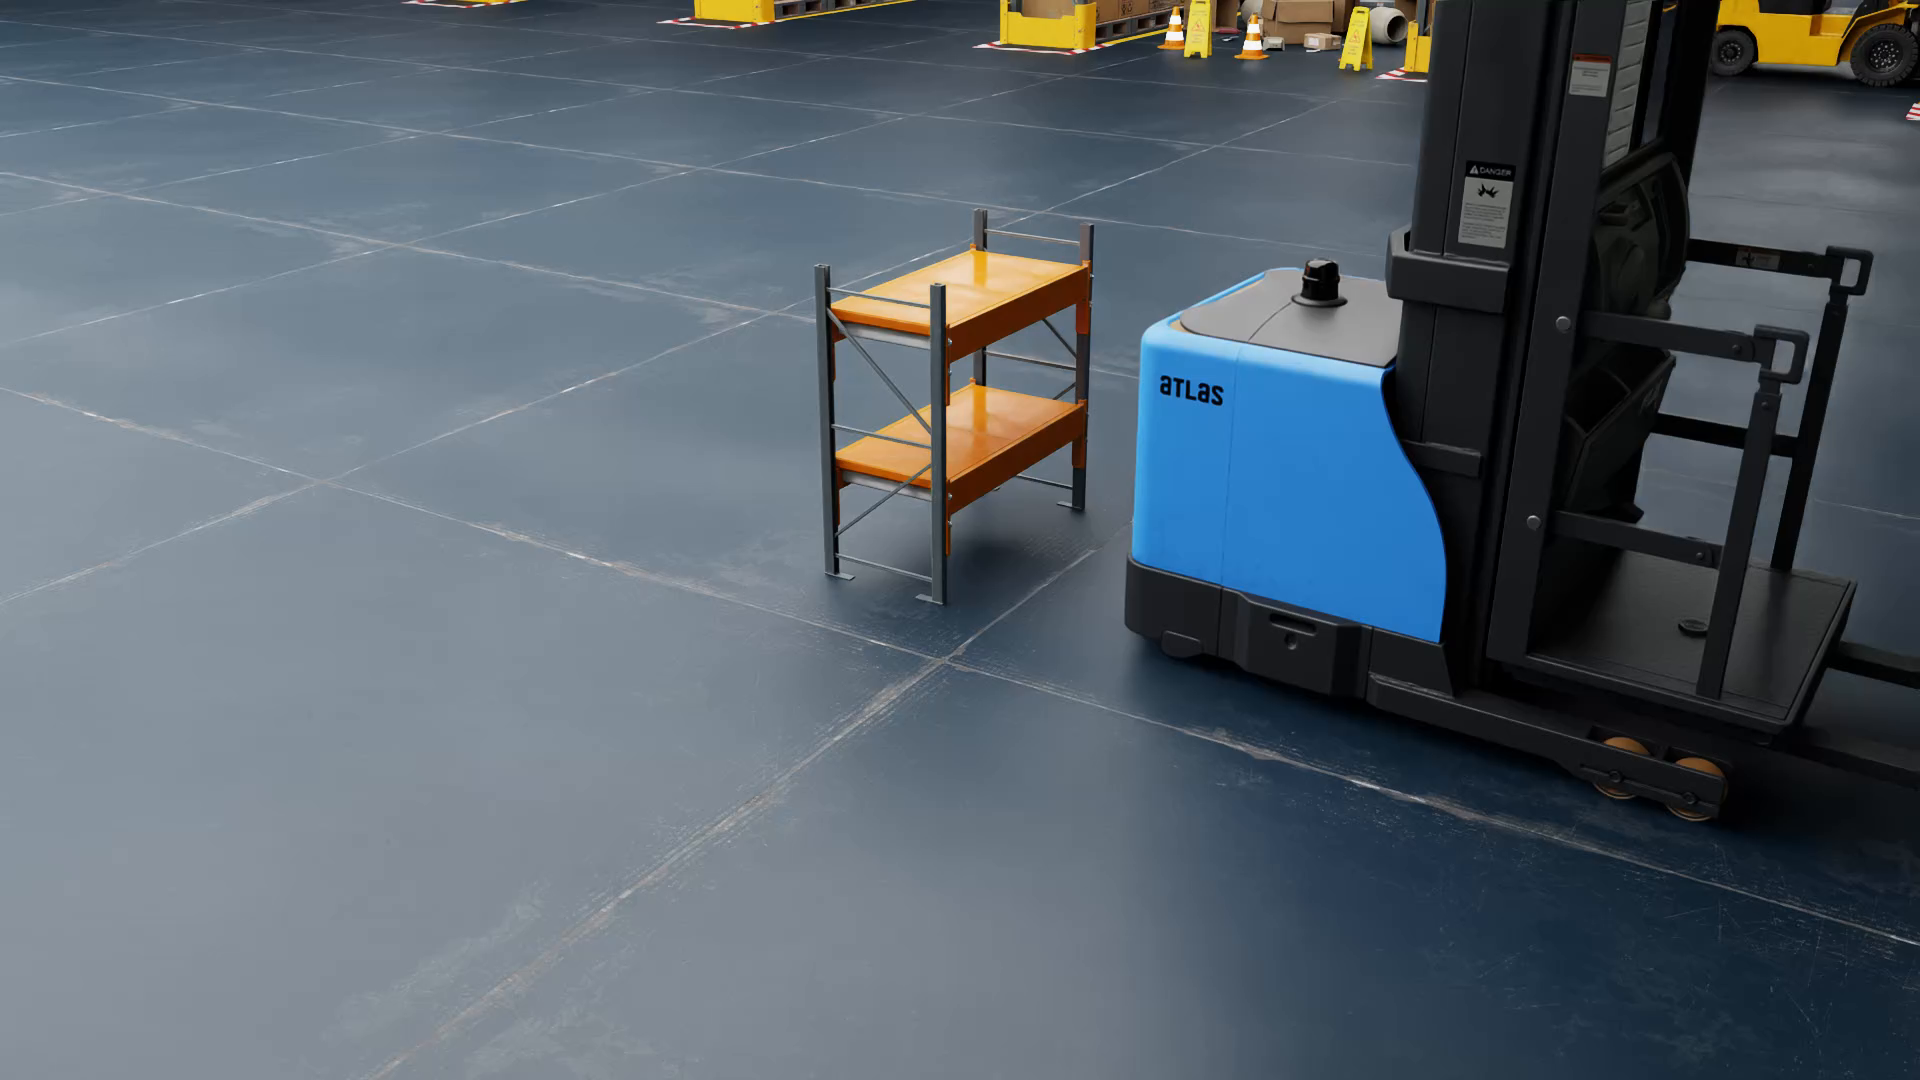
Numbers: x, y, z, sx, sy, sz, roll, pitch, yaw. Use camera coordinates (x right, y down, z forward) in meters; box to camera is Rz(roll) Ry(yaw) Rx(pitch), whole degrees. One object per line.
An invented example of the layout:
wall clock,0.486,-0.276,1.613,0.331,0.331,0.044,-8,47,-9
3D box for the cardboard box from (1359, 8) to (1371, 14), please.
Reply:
cardboard box,5.177,-6.618,21.203,0.258,0.266,0.396,-3,24,-7

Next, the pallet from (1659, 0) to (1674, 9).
pallet,10.020,-8.019,24.507,1.003,0.211,1.213,14,27,29

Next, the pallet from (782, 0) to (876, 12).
pallet,-1.956,-7.848,24.112,1.003,0.211,1.213,14,27,29

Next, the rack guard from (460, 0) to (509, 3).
rack guard,-7.307,-8.351,24.911,1.175,0.500,0.348,14,27,29

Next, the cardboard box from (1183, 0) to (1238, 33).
cardboard box,3.225,-6.816,21.363,0.500,0.500,0.500,20,30,38

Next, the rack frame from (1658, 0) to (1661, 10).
rack frame,9.540,-9.048,23.375,1.000,3.000,0.127,14,27,29

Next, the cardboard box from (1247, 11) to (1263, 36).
cardboard box,3.830,-6.480,20.885,0.396,0.266,0.258,20,30,38

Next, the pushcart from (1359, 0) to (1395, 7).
pushcart,5.467,-6.955,21.842,1.648,0.377,0.936,5,24,11

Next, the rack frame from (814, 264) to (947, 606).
rack frame,-0.265,-0.347,5.635,0.500,1.125,0.032,14,27,29

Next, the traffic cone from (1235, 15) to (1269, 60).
traffic cone,3.329,-5.717,18.874,0.336,0.463,0.334,14,27,29

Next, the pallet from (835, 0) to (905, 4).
pallet,-1.313,-8.261,25.067,1.003,0.211,1.213,14,27,29

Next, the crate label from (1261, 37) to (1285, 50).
crate label,3.691,-5.846,19.581,0.250,0.136,0.298,1,23,2

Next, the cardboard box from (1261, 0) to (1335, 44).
cardboard box,4.096,-6.326,20.229,0.797,0.503,0.637,-3,24,-7

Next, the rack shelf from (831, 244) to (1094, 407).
rack shelf,0.004,-0.787,5.916,0.538,0.278,1.000,14,27,29

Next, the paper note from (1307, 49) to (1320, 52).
paper note,4.128,-5.722,19.428,0.148,0.019,0.142,5,24,11

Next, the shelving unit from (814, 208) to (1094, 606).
shelving unit,0.004,-0.518,6.032,0.538,1.125,1.048,14,27,29

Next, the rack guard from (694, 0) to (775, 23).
rack guard,-3.059,-7.303,22.491,1.175,0.500,0.348,14,27,29

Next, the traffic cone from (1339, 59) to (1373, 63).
traffic cone,4.451,-5.599,18.601,0.336,0.463,0.334,14,27,29

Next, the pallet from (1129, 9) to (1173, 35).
pallet,2.061,-6.768,21.618,1.003,0.211,1.213,14,27,29

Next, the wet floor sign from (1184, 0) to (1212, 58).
wet floor sign,2.728,-5.846,18.942,0.267,0.644,0.232,9,25,20

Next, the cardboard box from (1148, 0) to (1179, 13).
cardboard box,2.308,-7.416,21.751,0.875,0.875,0.875,14,27,29

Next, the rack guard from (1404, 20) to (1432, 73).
rack guard,5.360,-5.226,17.694,1.175,0.500,0.348,14,27,29

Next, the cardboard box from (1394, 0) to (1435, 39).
cardboard box,5.709,-6.475,20.576,0.500,0.500,0.500,-7,24,-17

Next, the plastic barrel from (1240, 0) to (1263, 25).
plastic barrel,3.876,-6.815,21.458,0.421,0.421,0.512,-7,24,-17

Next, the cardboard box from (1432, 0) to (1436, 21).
cardboard box,5.521,-5.948,18.202,0.500,0.500,0.500,14,27,29

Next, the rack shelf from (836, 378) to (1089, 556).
rack shelf,0.004,-0.294,6.129,0.538,0.278,1.000,14,27,29

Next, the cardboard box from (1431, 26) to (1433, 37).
cardboard box,5.531,-5.616,18.380,0.500,0.250,0.500,14,27,29

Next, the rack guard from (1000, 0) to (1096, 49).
rack guard,1.049,-6.196,19.933,1.175,0.500,0.348,14,27,29

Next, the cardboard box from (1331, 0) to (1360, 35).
cardboard box,4.582,-6.705,20.935,0.797,0.637,0.503,14,27,29

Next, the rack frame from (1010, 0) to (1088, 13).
rack frame,1.062,-7.351,19.455,1.000,3.000,0.127,14,27,29

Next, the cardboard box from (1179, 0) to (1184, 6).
cardboard box,2.780,-7.721,22.456,0.875,0.875,0.875,14,27,30

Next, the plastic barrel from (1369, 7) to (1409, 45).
plastic barrel,5.124,-6.180,19.993,0.421,0.421,0.512,-7,24,-17

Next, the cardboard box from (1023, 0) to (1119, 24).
cardboard box,1.363,-6.811,20.354,0.875,0.875,0.875,14,27,29

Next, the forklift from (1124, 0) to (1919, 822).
forklift,2.039,-0.826,4.468,3.031,2.935,1.130,15,28,31

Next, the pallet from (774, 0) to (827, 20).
pallet,-2.600,-7.437,23.164,1.003,0.211,1.213,14,27,29

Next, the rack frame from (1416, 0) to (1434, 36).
rack frame,5.320,-6.348,17.138,1.000,3.000,0.127,14,27,29

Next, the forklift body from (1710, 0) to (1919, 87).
forklift body,8.990,-5.942,17.268,2.313,2.155,1.214,14,27,29

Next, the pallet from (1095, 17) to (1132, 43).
pallet,1.417,-6.358,20.670,1.003,0.211,1.213,14,27,29

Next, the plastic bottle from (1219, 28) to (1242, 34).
plastic bottle,3.431,-6.447,21.065,0.283,0.061,0.133,5,24,11

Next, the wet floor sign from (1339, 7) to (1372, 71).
wet floor sign,4.311,-5.428,17.975,0.232,0.644,0.267,-17,29,-35

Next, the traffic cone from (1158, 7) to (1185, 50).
traffic cone,2.548,-6.069,19.686,0.336,0.463,0.334,14,27,29

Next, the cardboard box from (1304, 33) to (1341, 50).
cardboard box,4.295,-5.905,19.703,0.250,0.149,0.380,-12,26,-26

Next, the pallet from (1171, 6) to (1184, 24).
pallet,2.704,-7.181,22.573,1.003,0.211,1.213,14,27,29

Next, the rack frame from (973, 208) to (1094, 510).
rack frame,0.272,-0.690,6.428,0.500,1.125,0.032,14,27,29

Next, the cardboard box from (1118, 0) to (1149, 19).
cardboard box,1.825,-7.109,21.041,0.875,0.875,0.875,13,27,28

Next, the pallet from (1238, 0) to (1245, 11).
pallet,3.515,-7.698,23.766,1.003,0.211,1.213,14,27,29
